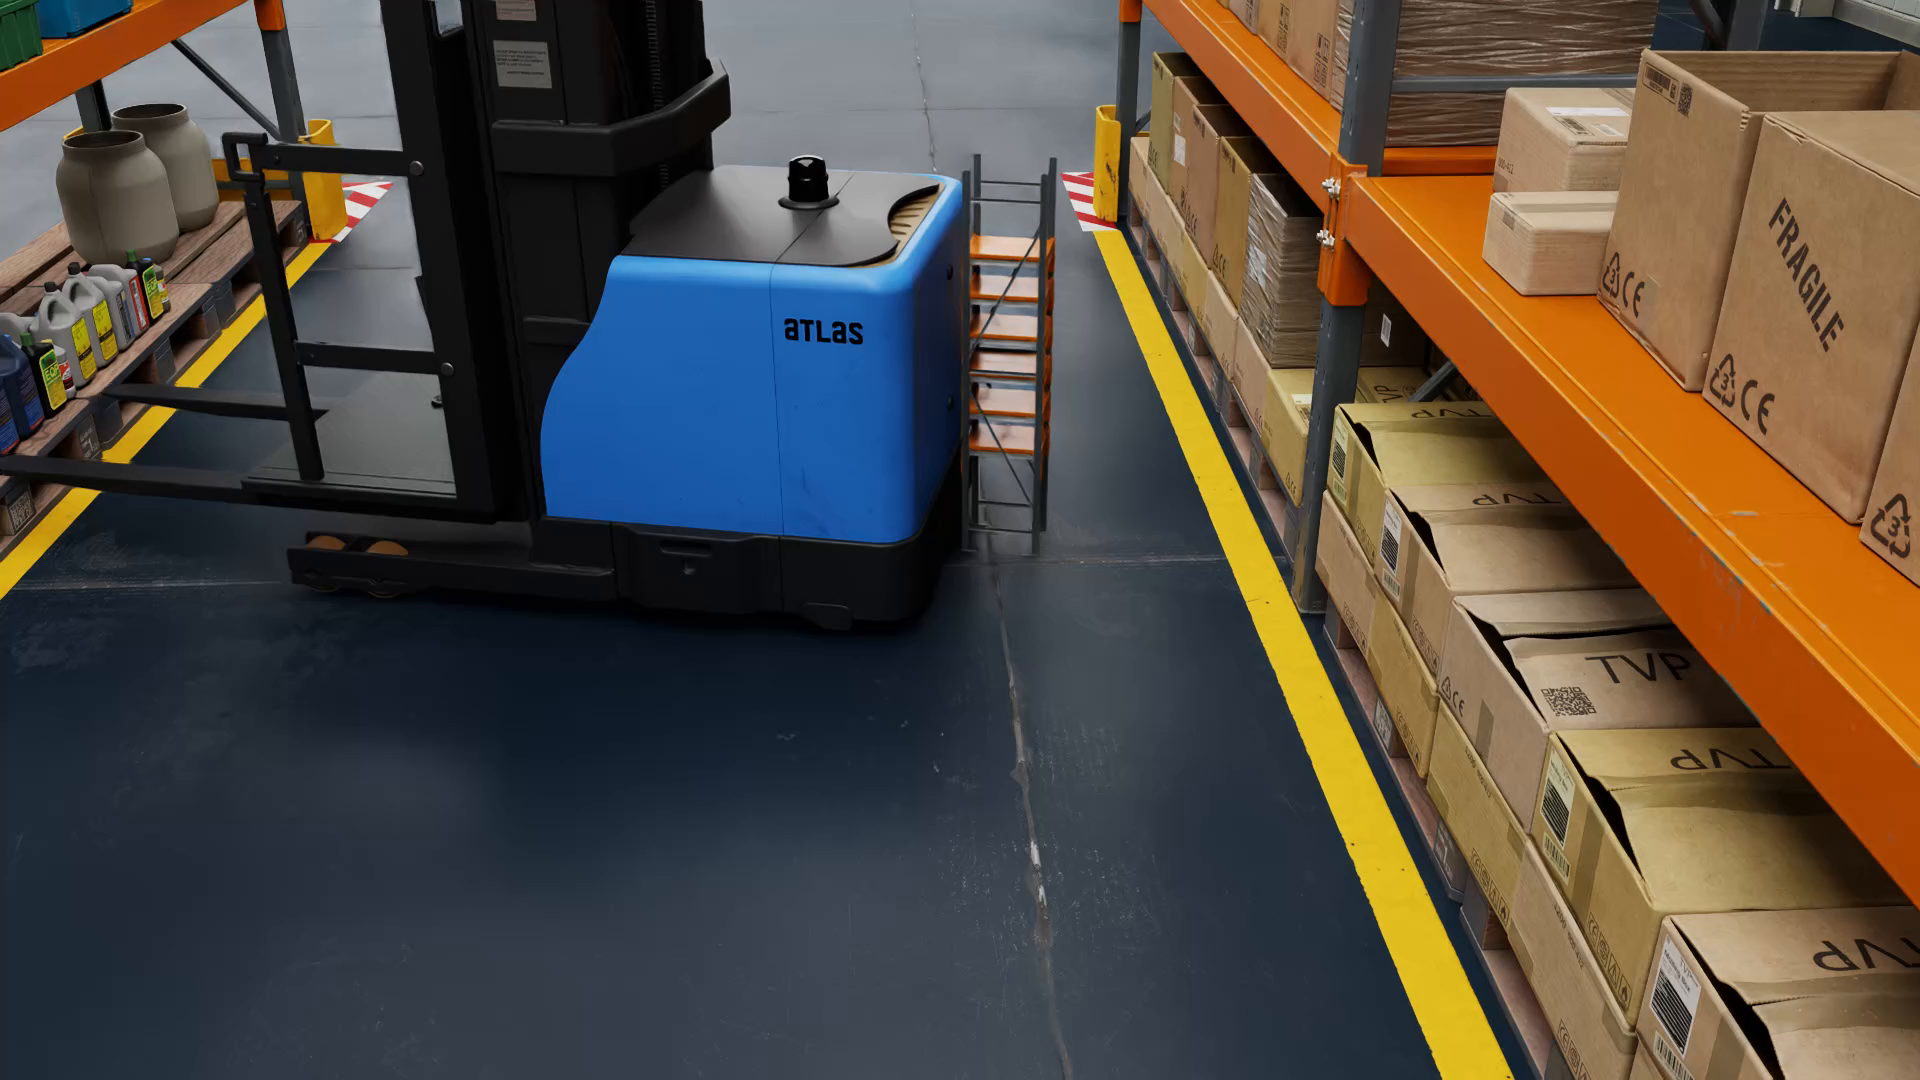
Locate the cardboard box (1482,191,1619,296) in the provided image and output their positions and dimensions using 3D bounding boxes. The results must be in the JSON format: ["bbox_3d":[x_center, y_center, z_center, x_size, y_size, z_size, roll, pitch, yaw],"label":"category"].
[{"bbox_3d":[1.324,-0.622,3.470,0.380,0.149,0.250,-1,28,-3],"label":"cardboard box"}]

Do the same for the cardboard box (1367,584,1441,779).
[{"bbox_3d":[1.281,0.314,3.923,0.500,0.250,0.500,-1,28,-1],"label":"cardboard box"}]

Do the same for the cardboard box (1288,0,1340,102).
[{"bbox_3d":[1.419,-1.640,5.042,0.700,0.500,0.500,-2,28,-3],"label":"cardboard box"}]

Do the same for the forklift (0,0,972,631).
[{"bbox_3d":[-1.524,-1.361,4.690,3.031,2.935,1.130,5,28,9],"label":"forklift"}]

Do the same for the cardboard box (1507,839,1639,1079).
[{"bbox_3d":[1.337,0.788,3.014,0.500,0.250,0.500,-1,28,-2],"label":"cardboard box"}]

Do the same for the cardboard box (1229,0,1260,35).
[{"bbox_3d":[1.369,-2.108,5.940,0.700,0.500,0.500,-1,28,-1],"label":"cardboard box"}]

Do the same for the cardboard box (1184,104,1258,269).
[{"bbox_3d":[1.155,-1.348,6.300,0.500,0.500,0.500,-1,28,-3],"label":"cardboard box"}]

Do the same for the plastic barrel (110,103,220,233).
[{"bbox_3d":[-3.563,-1.658,7.421,0.421,0.512,0.421,0,28,0],"label":"plastic barrel"}]

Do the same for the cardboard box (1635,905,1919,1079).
[{"bbox_3d":[1.361,0.775,2.433,0.500,0.311,0.500,-2,28,-3],"label":"cardboard box"}]

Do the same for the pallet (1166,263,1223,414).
[{"bbox_3d":[1.416,-0.844,6.640,1.003,0.211,1.213,-1,28,-3],"label":"pallet"}]

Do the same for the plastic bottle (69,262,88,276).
[{"bbox_3d":[-3.260,-0.910,6.212,0.061,0.283,0.133,-1,28,-3],"label":"plastic bottle"}]

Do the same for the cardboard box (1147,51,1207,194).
[{"bbox_3d":[1.107,-1.810,7.185,0.500,0.500,0.500,-1,28,-3],"label":"cardboard box"}]

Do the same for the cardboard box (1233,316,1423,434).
[{"bbox_3d":[1.223,-0.554,5.588,0.500,0.250,0.500,-1,28,-3],"label":"cardboard box"}]

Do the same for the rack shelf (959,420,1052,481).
[{"bbox_3d":[0.141,-0.276,5.096,0.258,0.103,0.180,5,28,9],"label":"rack shelf"}]

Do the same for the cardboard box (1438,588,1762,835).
[{"bbox_3d":[1.304,0.304,3.336,0.500,0.311,0.500,-2,28,-4],"label":"cardboard box"}]

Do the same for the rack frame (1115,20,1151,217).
[{"bbox_3d":[1.273,-2.994,7.748,1.000,3.000,0.127,-1,28,-3],"label":"rack frame"}]

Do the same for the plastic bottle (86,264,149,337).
[{"bbox_3d":[-3.154,-0.909,6.220,0.152,0.276,0.135,-1,28,-2],"label":"plastic bottle"}]

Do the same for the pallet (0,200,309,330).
[{"bbox_3d":[-3.585,-1.231,7.382,1.003,0.211,1.213,-1,28,-3],"label":"pallet"}]

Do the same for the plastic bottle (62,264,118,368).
[{"bbox_3d":[-3.134,-0.802,5.933,0.144,0.351,0.185,0,28,-1],"label":"plastic bottle"}]

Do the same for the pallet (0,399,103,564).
[{"bbox_3d":[-3.458,-0.104,5.221,1.003,0.211,1.213,-1,28,-3],"label":"pallet"}]

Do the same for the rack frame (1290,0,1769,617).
[{"bbox_3d":[1.482,-1.147,4.206,1.000,3.000,0.127,-1,28,-3],"label":"rack frame"}]

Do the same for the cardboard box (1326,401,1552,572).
[{"bbox_3d":[1.255,-0.166,4.238,0.500,0.311,0.500,-1,28,-2],"label":"cardboard box"}]

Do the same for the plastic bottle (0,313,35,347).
[{"bbox_3d":[-3.271,-0.668,5.756,0.152,0.276,0.135,-1,28,-3],"label":"plastic bottle"}]

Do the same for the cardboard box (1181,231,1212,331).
[{"bbox_3d":[1.156,-1.016,6.473,0.500,0.250,0.500,-1,28,-3],"label":"cardboard box"}]

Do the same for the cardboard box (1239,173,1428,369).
[{"bbox_3d":[1.225,-0.887,5.415,0.500,0.500,0.500,-1,28,-3],"label":"cardboard box"}]

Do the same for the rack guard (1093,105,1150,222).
[{"bbox_3d":[1.272,-1.897,8.347,1.175,0.500,0.348,-1,28,-3],"label":"rack guard"}]

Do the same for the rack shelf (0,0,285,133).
[{"bbox_3d":[-3.569,-1.634,5.917,1.077,0.370,4.000,-1,28,-3],"label":"rack shelf"}]

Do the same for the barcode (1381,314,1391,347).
[{"bbox_3d":[1.080,-0.532,4.215,0.001,0.075,0.075,-1,28,-3],"label":"barcode"}]

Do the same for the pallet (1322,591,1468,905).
[{"bbox_3d":[1.560,0.428,4.200,1.003,0.211,1.213,-1,28,-3],"label":"pallet"}]

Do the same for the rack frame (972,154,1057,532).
[{"bbox_3d":[0.157,-0.570,5.045,0.240,1.200,0.006,5,28,9],"label":"rack frame"}]

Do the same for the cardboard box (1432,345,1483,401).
[{"bbox_3d":[1.771,-0.668,4.996,0.500,0.500,0.500,-1,28,-3],"label":"cardboard box"}]

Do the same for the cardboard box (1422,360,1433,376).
[{"bbox_3d":[1.740,-0.567,5.612,0.500,0.250,0.500,-1,28,-3],"label":"cardboard box"}]

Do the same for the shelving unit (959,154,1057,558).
[{"bbox_3d":[0.141,-0.528,4.965,0.258,1.200,0.189,5,28,9],"label":"shelving unit"}]

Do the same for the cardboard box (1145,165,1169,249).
[{"bbox_3d":[1.109,-1.478,7.359,0.500,0.250,0.500,-1,28,-3],"label":"cardboard box"}]

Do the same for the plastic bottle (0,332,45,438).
[{"bbox_3d":[-3.102,-0.520,5.392,0.144,0.351,0.185,-3,28,-5],"label":"plastic bottle"}]

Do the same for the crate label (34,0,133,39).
[{"bbox_3d":[-3.307,-2.049,5.896,0.502,0.435,0.616,-1,28,-3],"label":"crate label"}]

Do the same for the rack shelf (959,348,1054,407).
[{"bbox_3d":[0.141,-0.489,4.985,0.258,0.103,0.180,5,28,9],"label":"rack shelf"}]

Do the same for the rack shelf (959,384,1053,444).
[{"bbox_3d":[0.141,-0.382,5.041,0.258,0.103,0.180,5,28,9],"label":"rack shelf"}]

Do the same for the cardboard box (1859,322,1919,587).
[{"bbox_3d":[1.587,-0.119,2.126,0.500,0.500,0.500,-3,28,-5],"label":"cardboard box"}]

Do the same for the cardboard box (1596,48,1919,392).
[{"bbox_3d":[1.534,-0.593,3.036,0.500,0.500,0.500,1,28,1],"label":"cardboard box"}]

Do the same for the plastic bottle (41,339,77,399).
[{"bbox_3d":[-3.094,-0.585,5.678,0.097,0.201,0.097,0,28,0],"label":"plastic bottle"}]

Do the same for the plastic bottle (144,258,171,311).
[{"bbox_3d":[-3.140,-0.993,6.461,0.097,0.201,0.097,0,28,0],"label":"plastic bottle"}]
